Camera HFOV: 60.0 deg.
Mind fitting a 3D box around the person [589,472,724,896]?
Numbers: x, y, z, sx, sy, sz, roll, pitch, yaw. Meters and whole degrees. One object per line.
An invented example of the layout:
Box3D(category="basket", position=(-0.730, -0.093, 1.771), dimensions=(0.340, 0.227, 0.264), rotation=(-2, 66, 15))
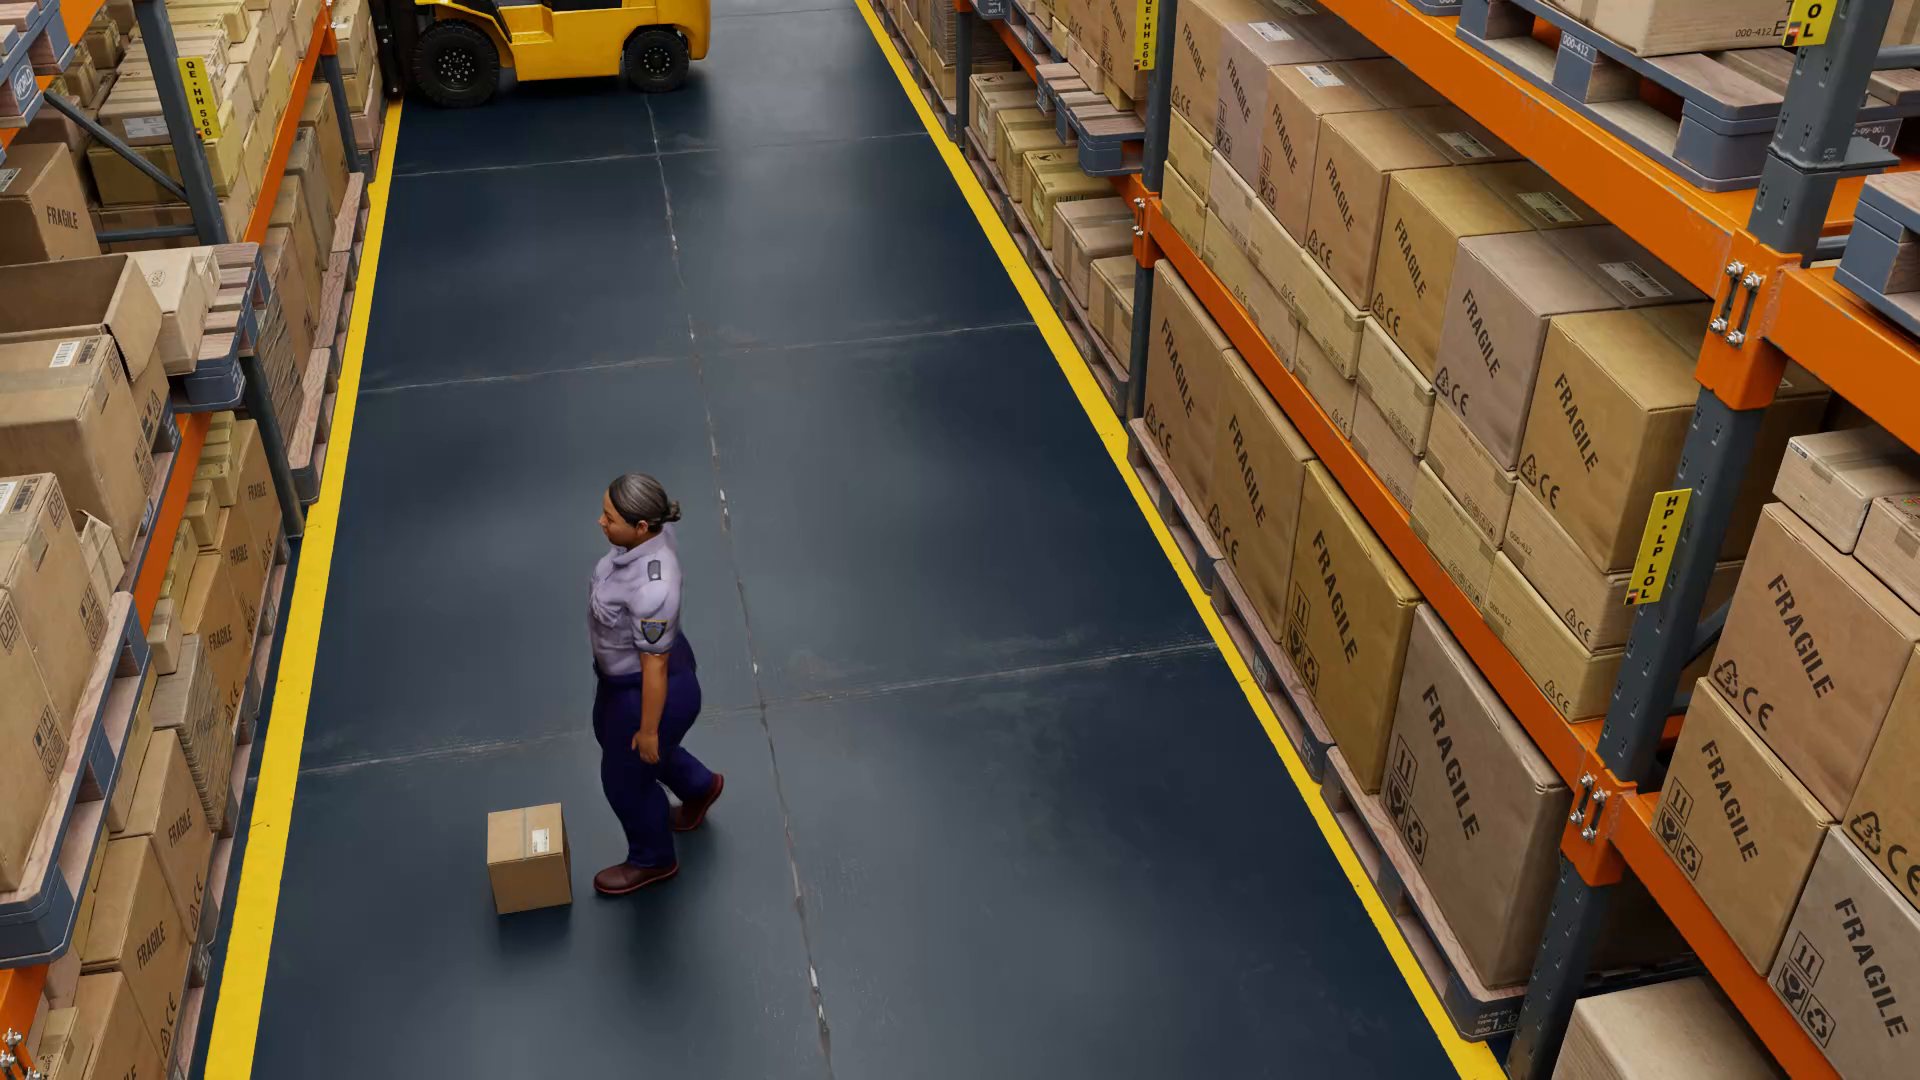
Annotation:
Box3D(category="person", position=(-1.058, 0.477, 5.479), dimensions=(0.498, 1.635, 0.510), rotation=(-7, 35, -10))
